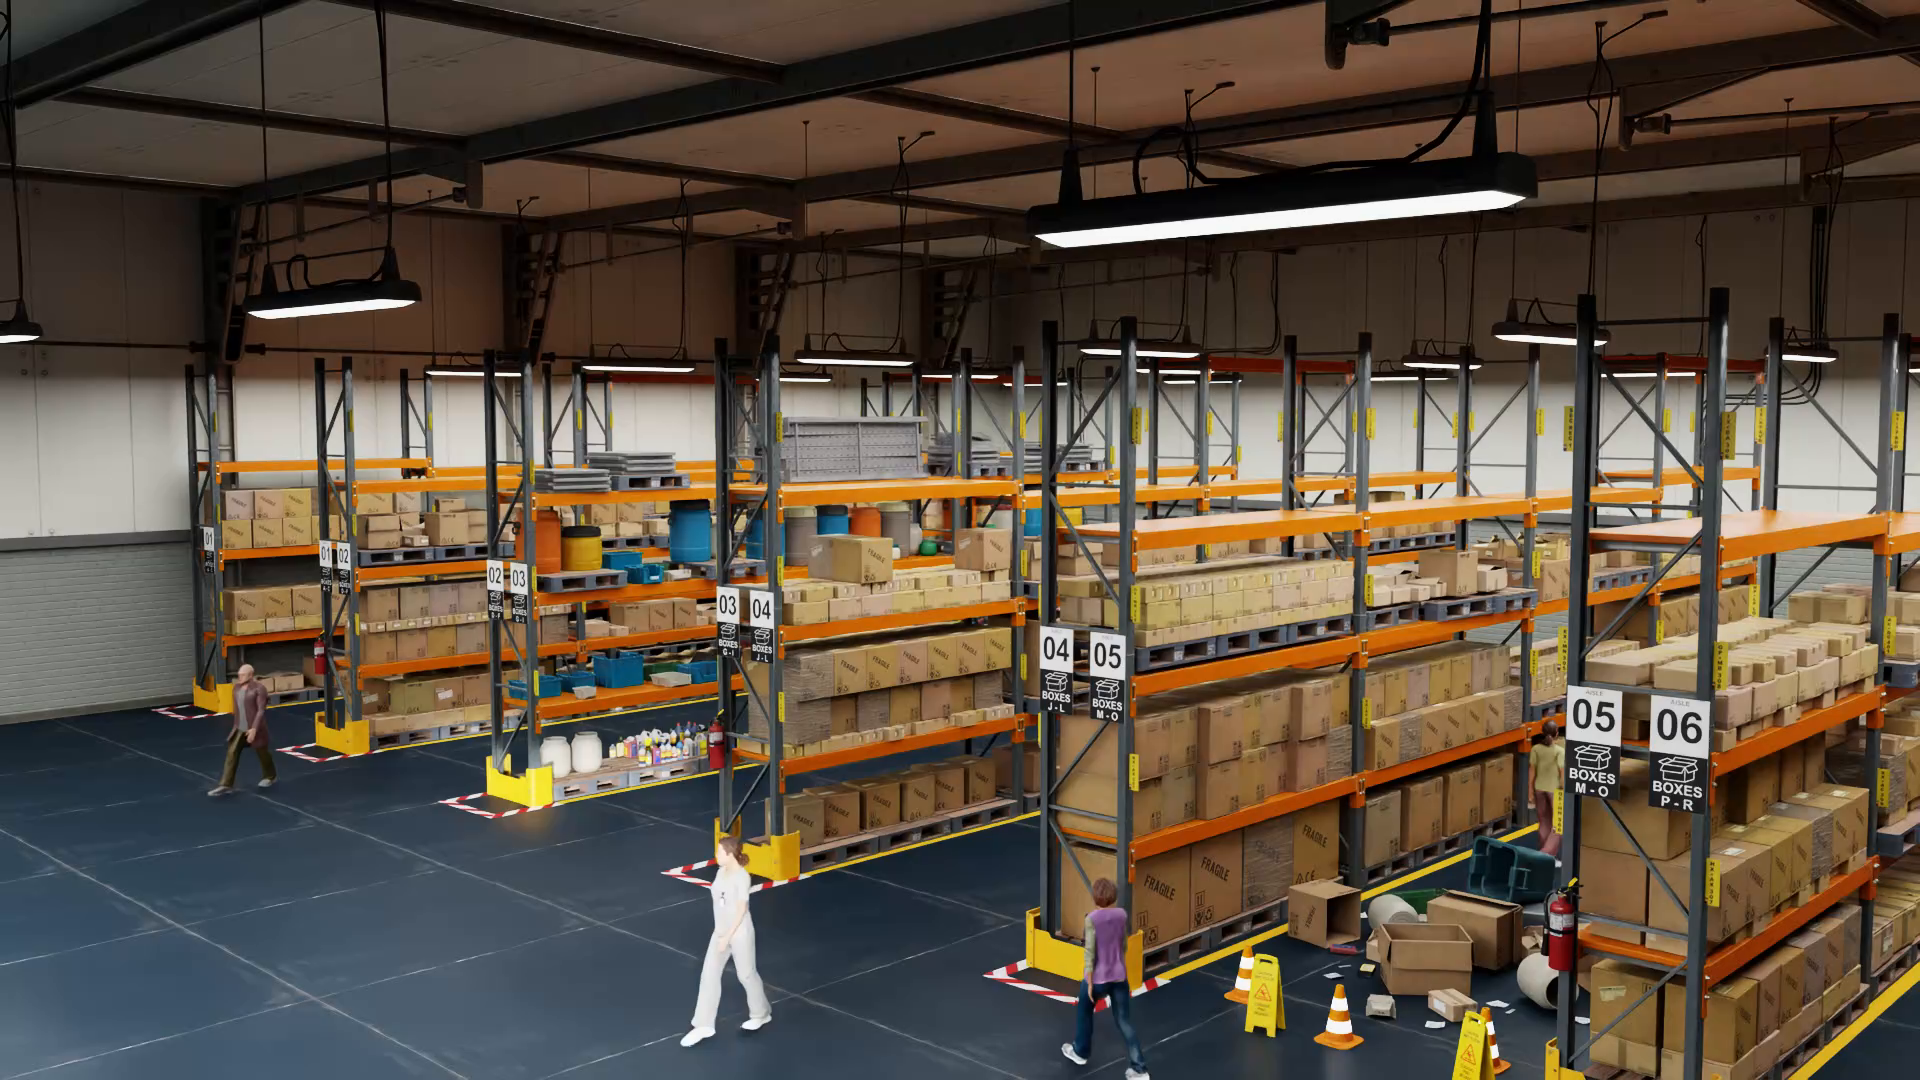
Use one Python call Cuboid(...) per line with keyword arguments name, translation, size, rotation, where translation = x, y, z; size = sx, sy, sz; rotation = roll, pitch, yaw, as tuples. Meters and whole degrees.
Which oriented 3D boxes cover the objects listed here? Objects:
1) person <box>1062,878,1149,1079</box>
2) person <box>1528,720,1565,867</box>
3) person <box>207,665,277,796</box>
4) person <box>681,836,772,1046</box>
Cuboid(name="person", translation=(1.127, 3.391, 12.909), size=(0.424, 1.542, 0.982), rotation=(-2, 5, -28))
Cuboid(name="person", translation=(6.702, 2.889, 18.910), size=(0.494, 1.669, 0.534), rotation=(4, 6, 44))
Cuboid(name="person", translation=(-9.672, 2.549, 22.515), size=(0.599, 1.727, 1.040), rotation=(1, 4, 10))
Cuboid(name="person", translation=(-1.939, 3.277, 13.744), size=(0.468, 1.652, 0.842), rotation=(4, 6, 44))
